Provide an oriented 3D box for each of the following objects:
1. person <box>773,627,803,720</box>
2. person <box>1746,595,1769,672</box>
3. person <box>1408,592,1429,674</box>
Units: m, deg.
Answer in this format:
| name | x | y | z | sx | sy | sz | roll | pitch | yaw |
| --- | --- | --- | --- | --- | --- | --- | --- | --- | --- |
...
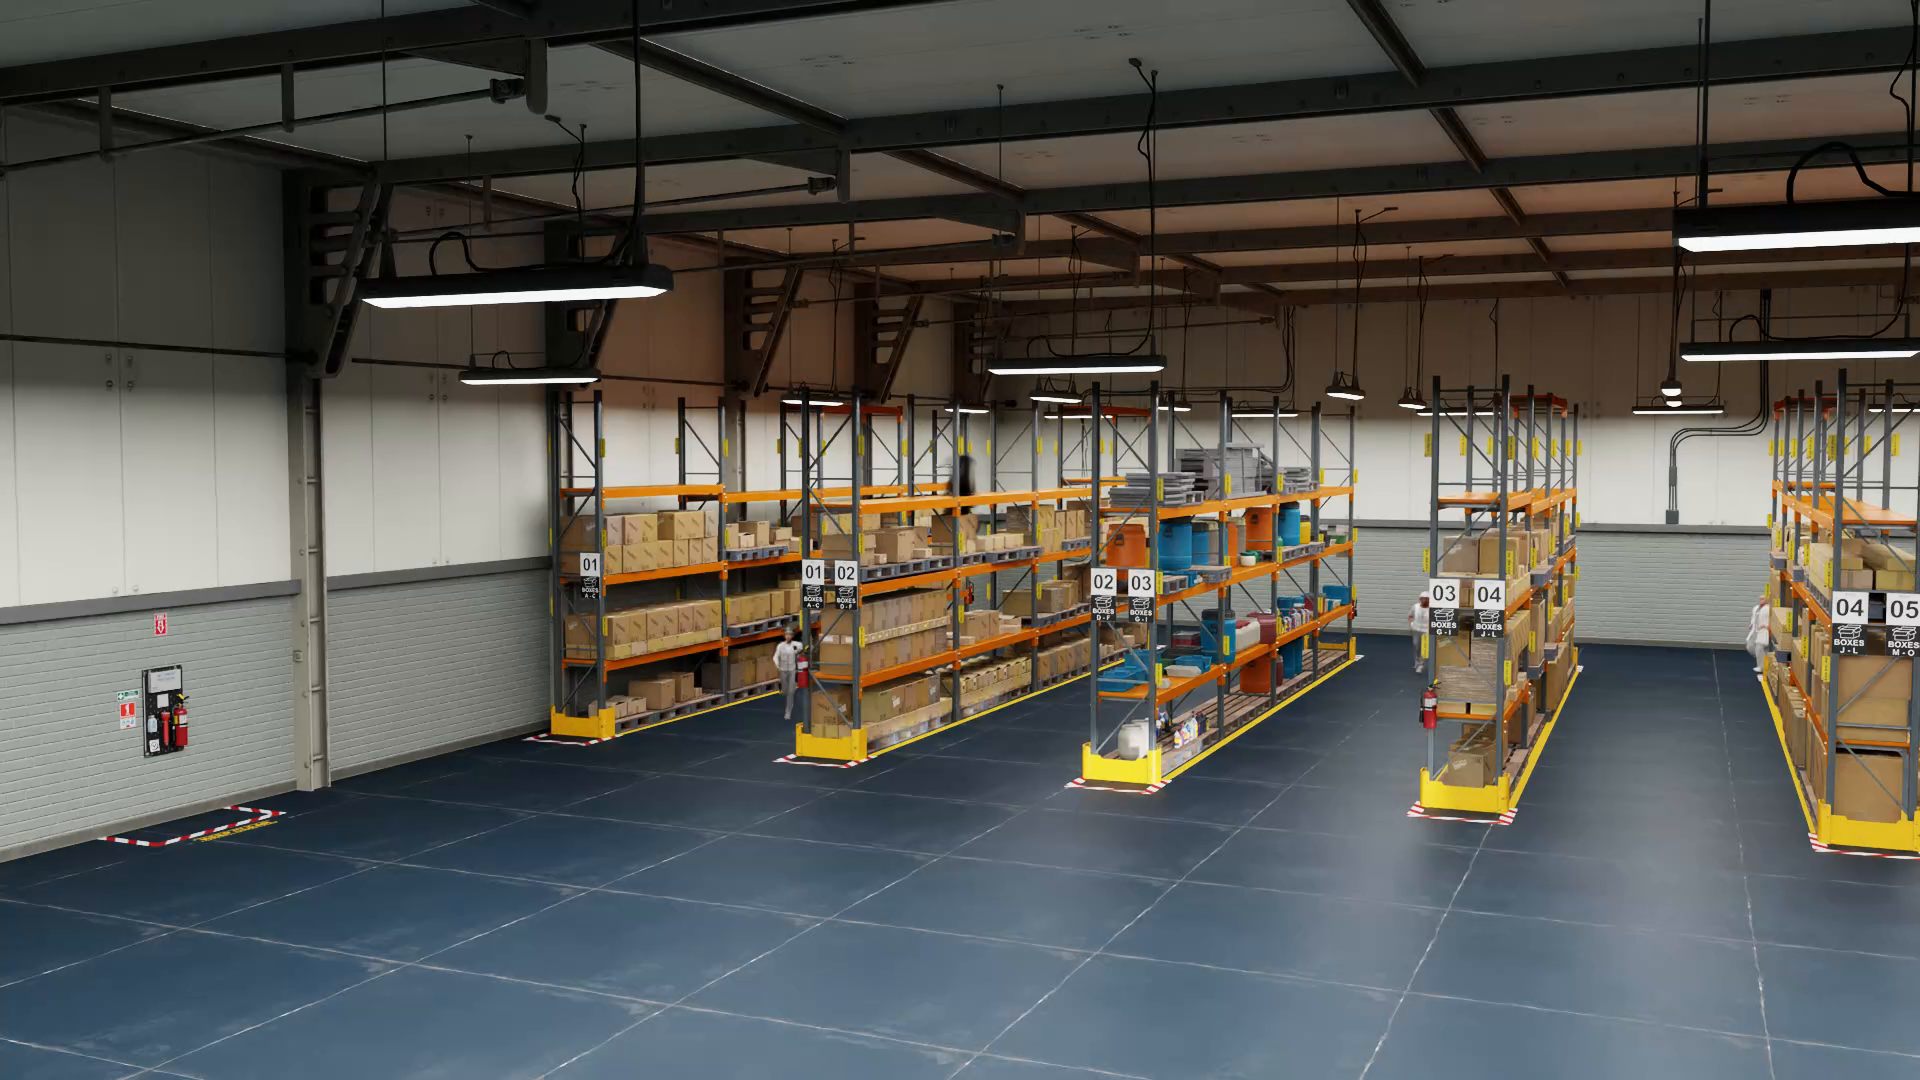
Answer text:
| name | x | y | z | sx | sy | sz | roll | pitch | yaw |
| --- | --- | --- | --- | --- | --- | --- | --- | --- | --- |
| person | -3.171 | 2.461 | 31.054 | 0.630 | 1.702 | 0.828 | 0 | 3 | 5 |
| person | 17.893 | 2.081 | 37.155 | 0.661 | 1.728 | 0.707 | -1 | 3 | -24 |
| person | 10.267 | 2.033 | 36.846 | 0.700 | 1.770 | 0.968 | 2 | 4 | 29 |
